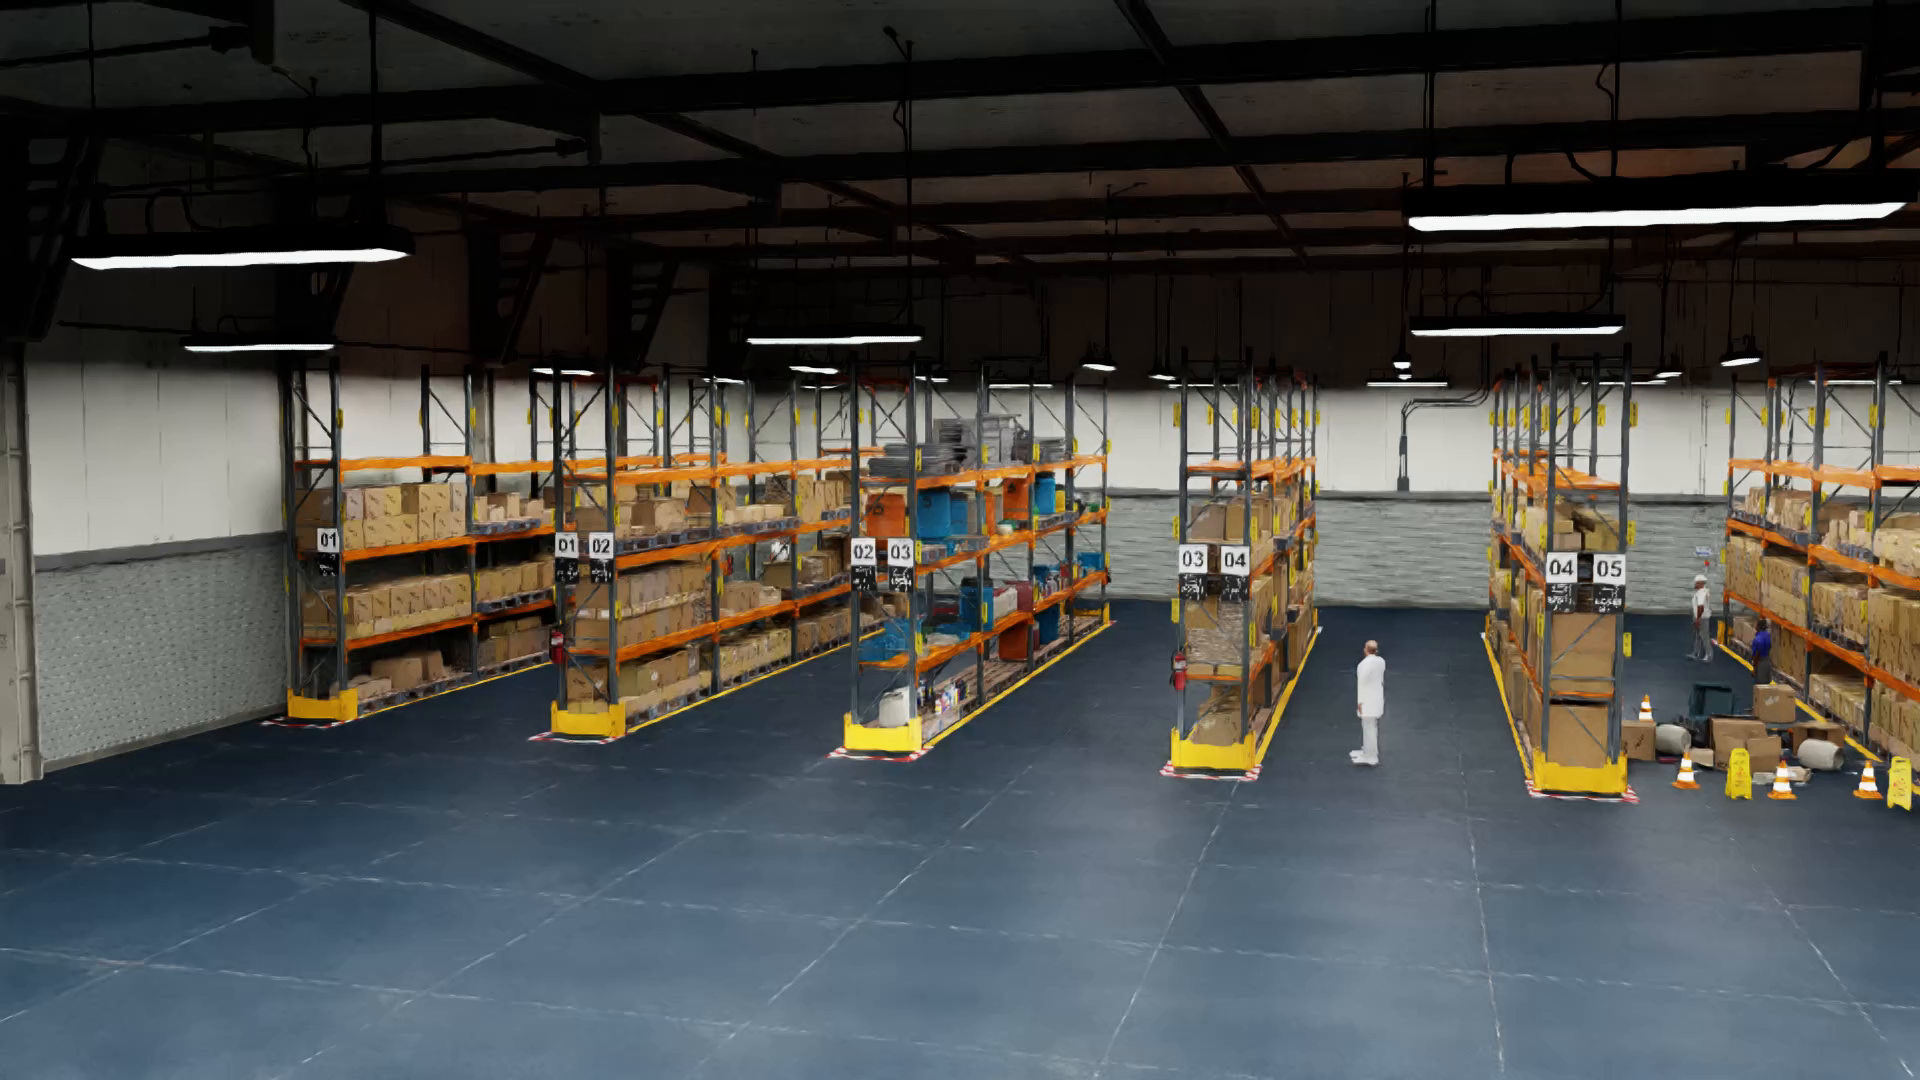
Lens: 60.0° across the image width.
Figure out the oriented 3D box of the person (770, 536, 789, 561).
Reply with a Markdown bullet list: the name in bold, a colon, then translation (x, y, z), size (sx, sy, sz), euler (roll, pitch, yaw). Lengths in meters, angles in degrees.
- **person**: translation (-5.135, 0.681, 47.128), size (0.591, 1.734, 0.579), euler (-2, 4, -21)

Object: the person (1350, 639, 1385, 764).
- **person**: translation (5.903, 2.311, 24.145), size (0.549, 1.751, 0.636), euler (4, 6, 45)

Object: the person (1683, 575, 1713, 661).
- **person**: translation (15.232, 1.591, 34.266), size (0.583, 1.763, 0.694), euler (2, 5, 25)

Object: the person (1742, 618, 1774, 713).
- **person**: translation (13.381, 2.122, 27.815), size (0.562, 1.651, 0.581), euler (4, 5, 40)
